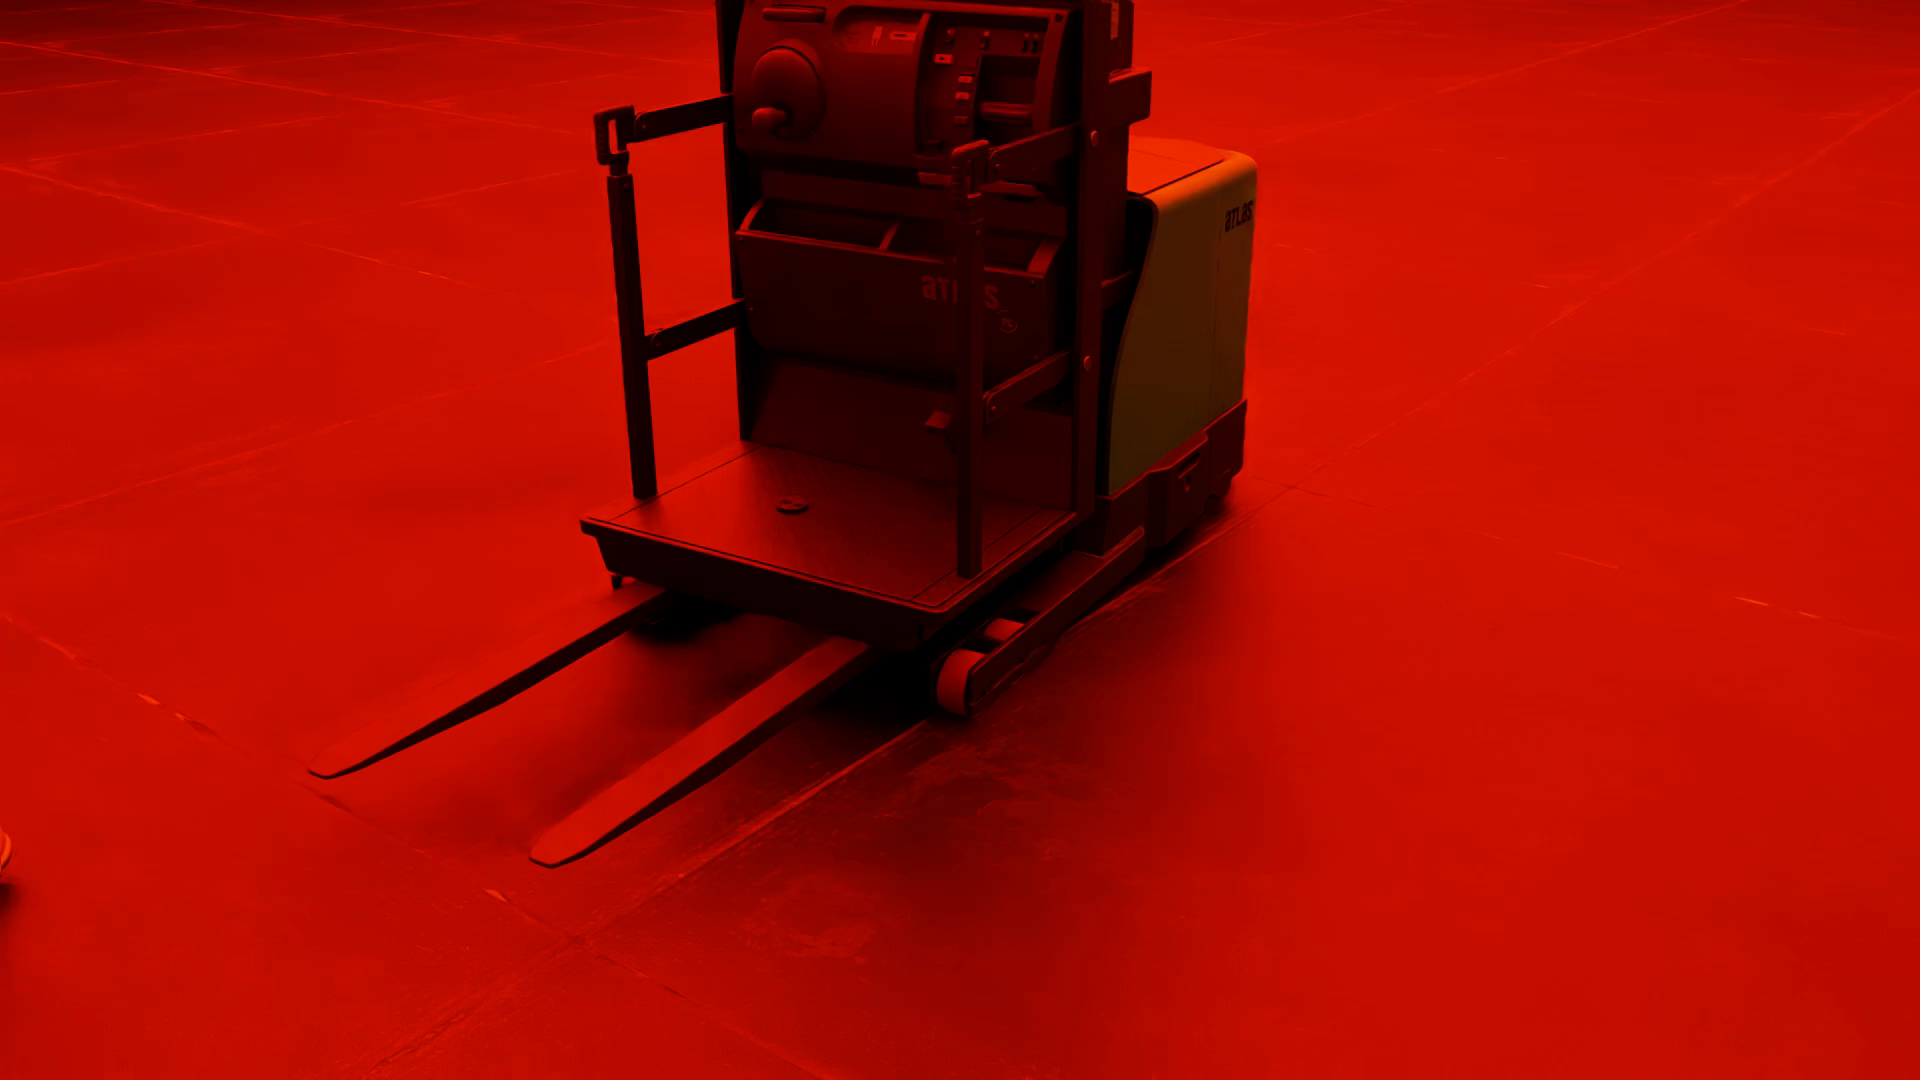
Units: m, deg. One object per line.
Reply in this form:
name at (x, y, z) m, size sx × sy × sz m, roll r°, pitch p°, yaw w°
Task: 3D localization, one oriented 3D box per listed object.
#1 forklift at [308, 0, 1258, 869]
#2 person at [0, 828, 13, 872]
forklift at (-0.270, -1.123, 3.920) m, size 1.130 × 2.935 × 3.031 m, roll 13°, pitch 27°, yaw 28°
person at (-2.571, 0.030, 3.086) m, size 1.256 × 1.433 × 0.676 m, roll 10°, pitch 26°, yaw 22°
